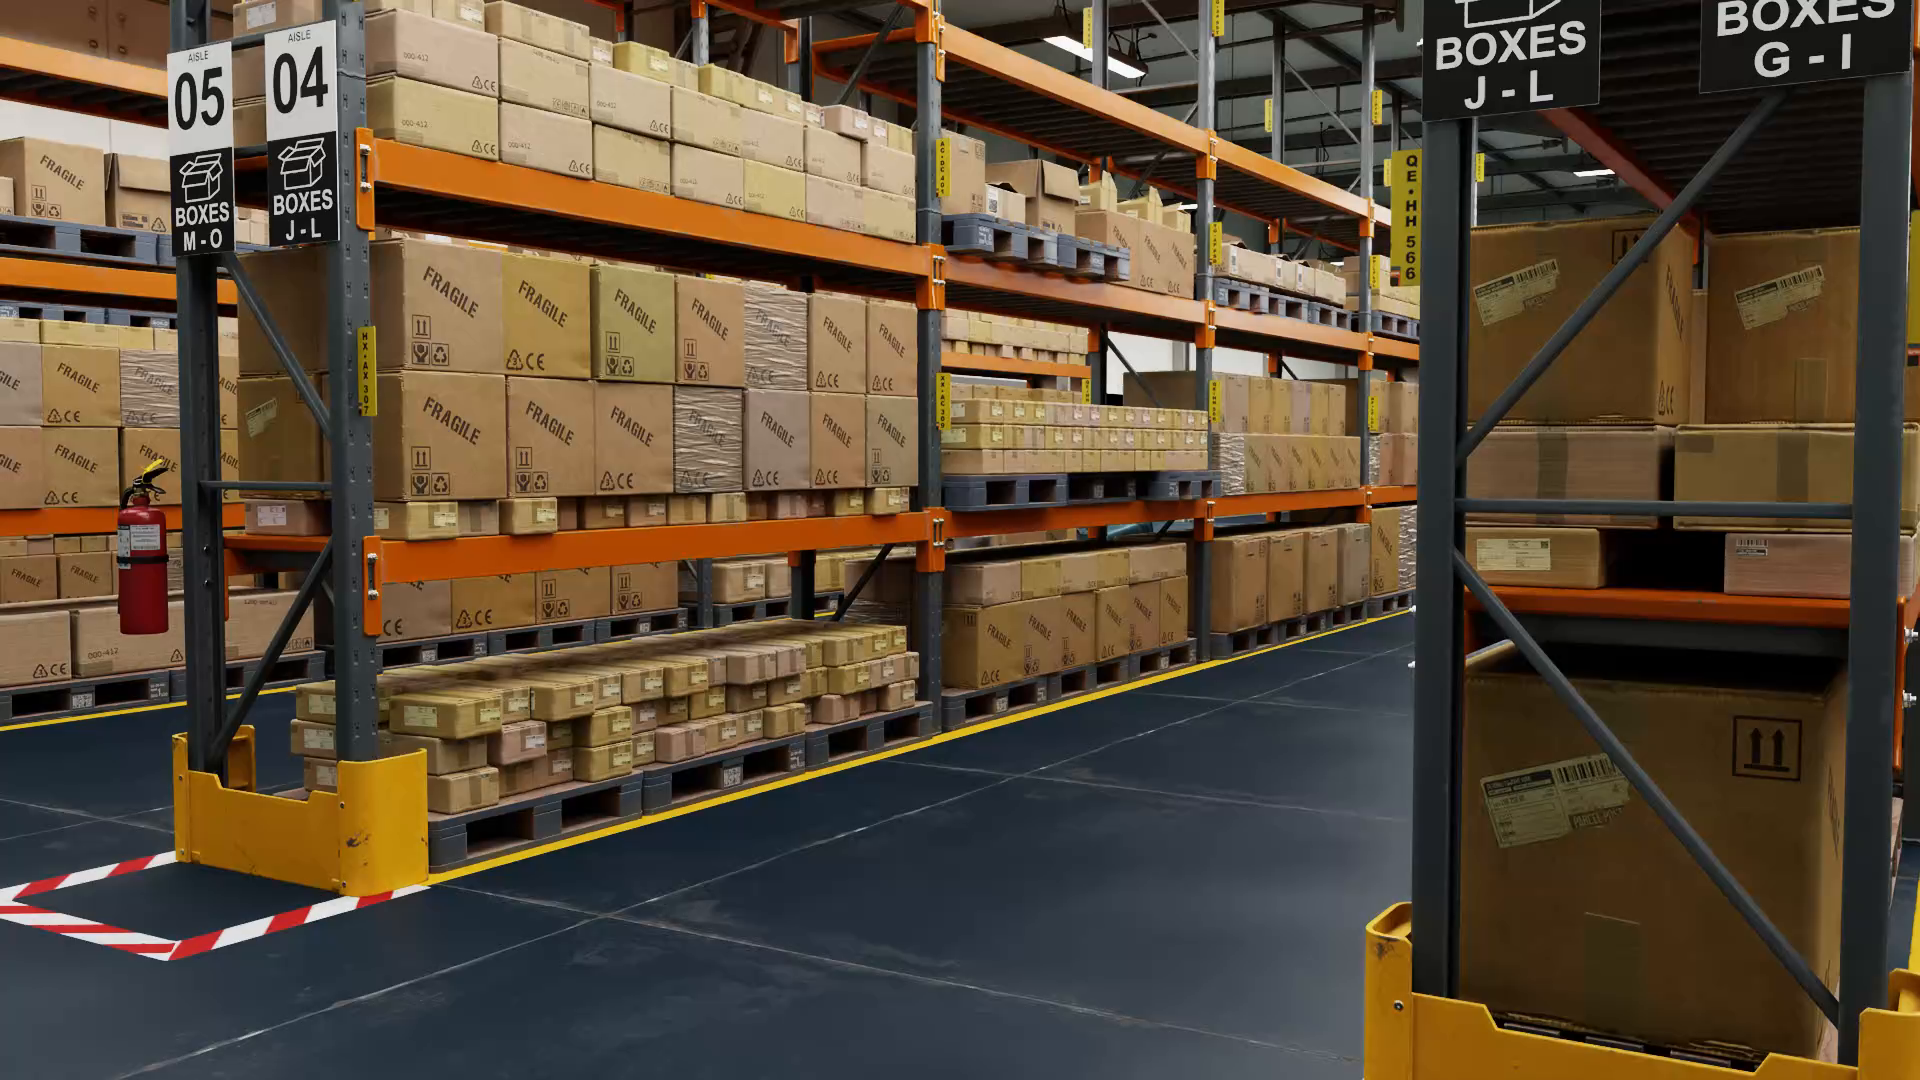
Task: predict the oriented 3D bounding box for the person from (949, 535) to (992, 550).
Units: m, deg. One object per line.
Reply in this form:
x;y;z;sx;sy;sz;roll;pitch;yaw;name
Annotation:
-0.095;0.099;16.801;0.873;1.350;0.411;2;3;30;person
